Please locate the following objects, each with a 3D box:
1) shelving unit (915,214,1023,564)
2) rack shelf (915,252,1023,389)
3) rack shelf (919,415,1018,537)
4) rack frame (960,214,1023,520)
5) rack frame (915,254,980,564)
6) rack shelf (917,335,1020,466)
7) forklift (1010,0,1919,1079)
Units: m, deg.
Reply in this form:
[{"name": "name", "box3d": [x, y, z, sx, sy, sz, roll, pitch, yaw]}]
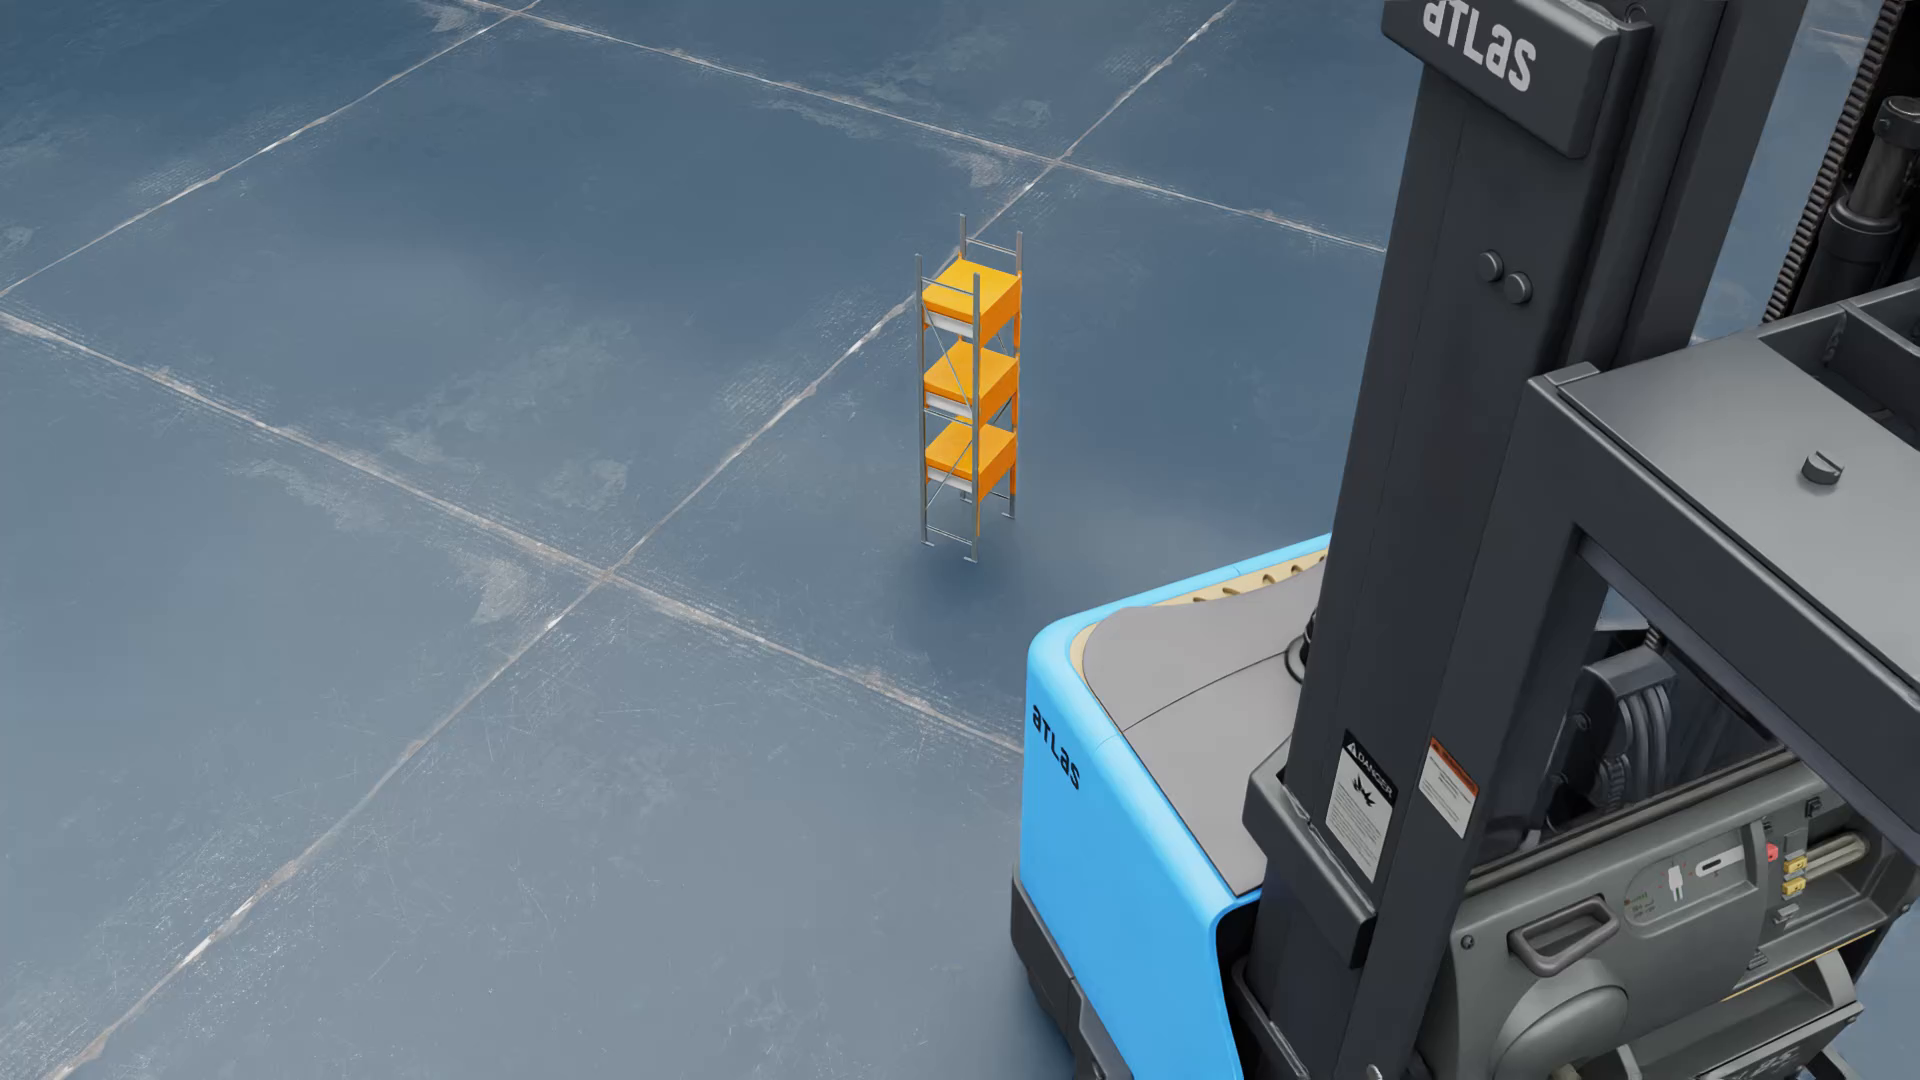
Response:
[{"name": "shelving unit", "box3d": [0.027, -0.425, 4.938, 0.215, 1.050, 0.252, 21, 45, 22]}, {"name": "rack shelf", "box3d": [0.027, -0.630, 4.757, 0.215, 0.259, 0.240, 21, 45, 22]}, {"name": "rack shelf", "box3d": [0.027, -0.208, 5.128, 0.215, 0.259, 0.240, 21, 45, 22]}, {"name": "rack frame", "box3d": [0.088, -0.494, 5.017, 0.200, 1.050, 0.008, 21, 45, 22]}, {"name": "rack frame", "box3d": [-0.034, -0.355, 4.859, 0.200, 1.050, 0.008, 21, 45, 22]}, {"name": "rack shelf", "box3d": [0.027, -0.417, 4.945, 0.215, 0.259, 0.240, 21, 45, 22]}, {"name": "forklift", "box3d": [1.188, 0.646, 2.298, 1.130, 2.935, 3.031, -17, 44, -18]}]
